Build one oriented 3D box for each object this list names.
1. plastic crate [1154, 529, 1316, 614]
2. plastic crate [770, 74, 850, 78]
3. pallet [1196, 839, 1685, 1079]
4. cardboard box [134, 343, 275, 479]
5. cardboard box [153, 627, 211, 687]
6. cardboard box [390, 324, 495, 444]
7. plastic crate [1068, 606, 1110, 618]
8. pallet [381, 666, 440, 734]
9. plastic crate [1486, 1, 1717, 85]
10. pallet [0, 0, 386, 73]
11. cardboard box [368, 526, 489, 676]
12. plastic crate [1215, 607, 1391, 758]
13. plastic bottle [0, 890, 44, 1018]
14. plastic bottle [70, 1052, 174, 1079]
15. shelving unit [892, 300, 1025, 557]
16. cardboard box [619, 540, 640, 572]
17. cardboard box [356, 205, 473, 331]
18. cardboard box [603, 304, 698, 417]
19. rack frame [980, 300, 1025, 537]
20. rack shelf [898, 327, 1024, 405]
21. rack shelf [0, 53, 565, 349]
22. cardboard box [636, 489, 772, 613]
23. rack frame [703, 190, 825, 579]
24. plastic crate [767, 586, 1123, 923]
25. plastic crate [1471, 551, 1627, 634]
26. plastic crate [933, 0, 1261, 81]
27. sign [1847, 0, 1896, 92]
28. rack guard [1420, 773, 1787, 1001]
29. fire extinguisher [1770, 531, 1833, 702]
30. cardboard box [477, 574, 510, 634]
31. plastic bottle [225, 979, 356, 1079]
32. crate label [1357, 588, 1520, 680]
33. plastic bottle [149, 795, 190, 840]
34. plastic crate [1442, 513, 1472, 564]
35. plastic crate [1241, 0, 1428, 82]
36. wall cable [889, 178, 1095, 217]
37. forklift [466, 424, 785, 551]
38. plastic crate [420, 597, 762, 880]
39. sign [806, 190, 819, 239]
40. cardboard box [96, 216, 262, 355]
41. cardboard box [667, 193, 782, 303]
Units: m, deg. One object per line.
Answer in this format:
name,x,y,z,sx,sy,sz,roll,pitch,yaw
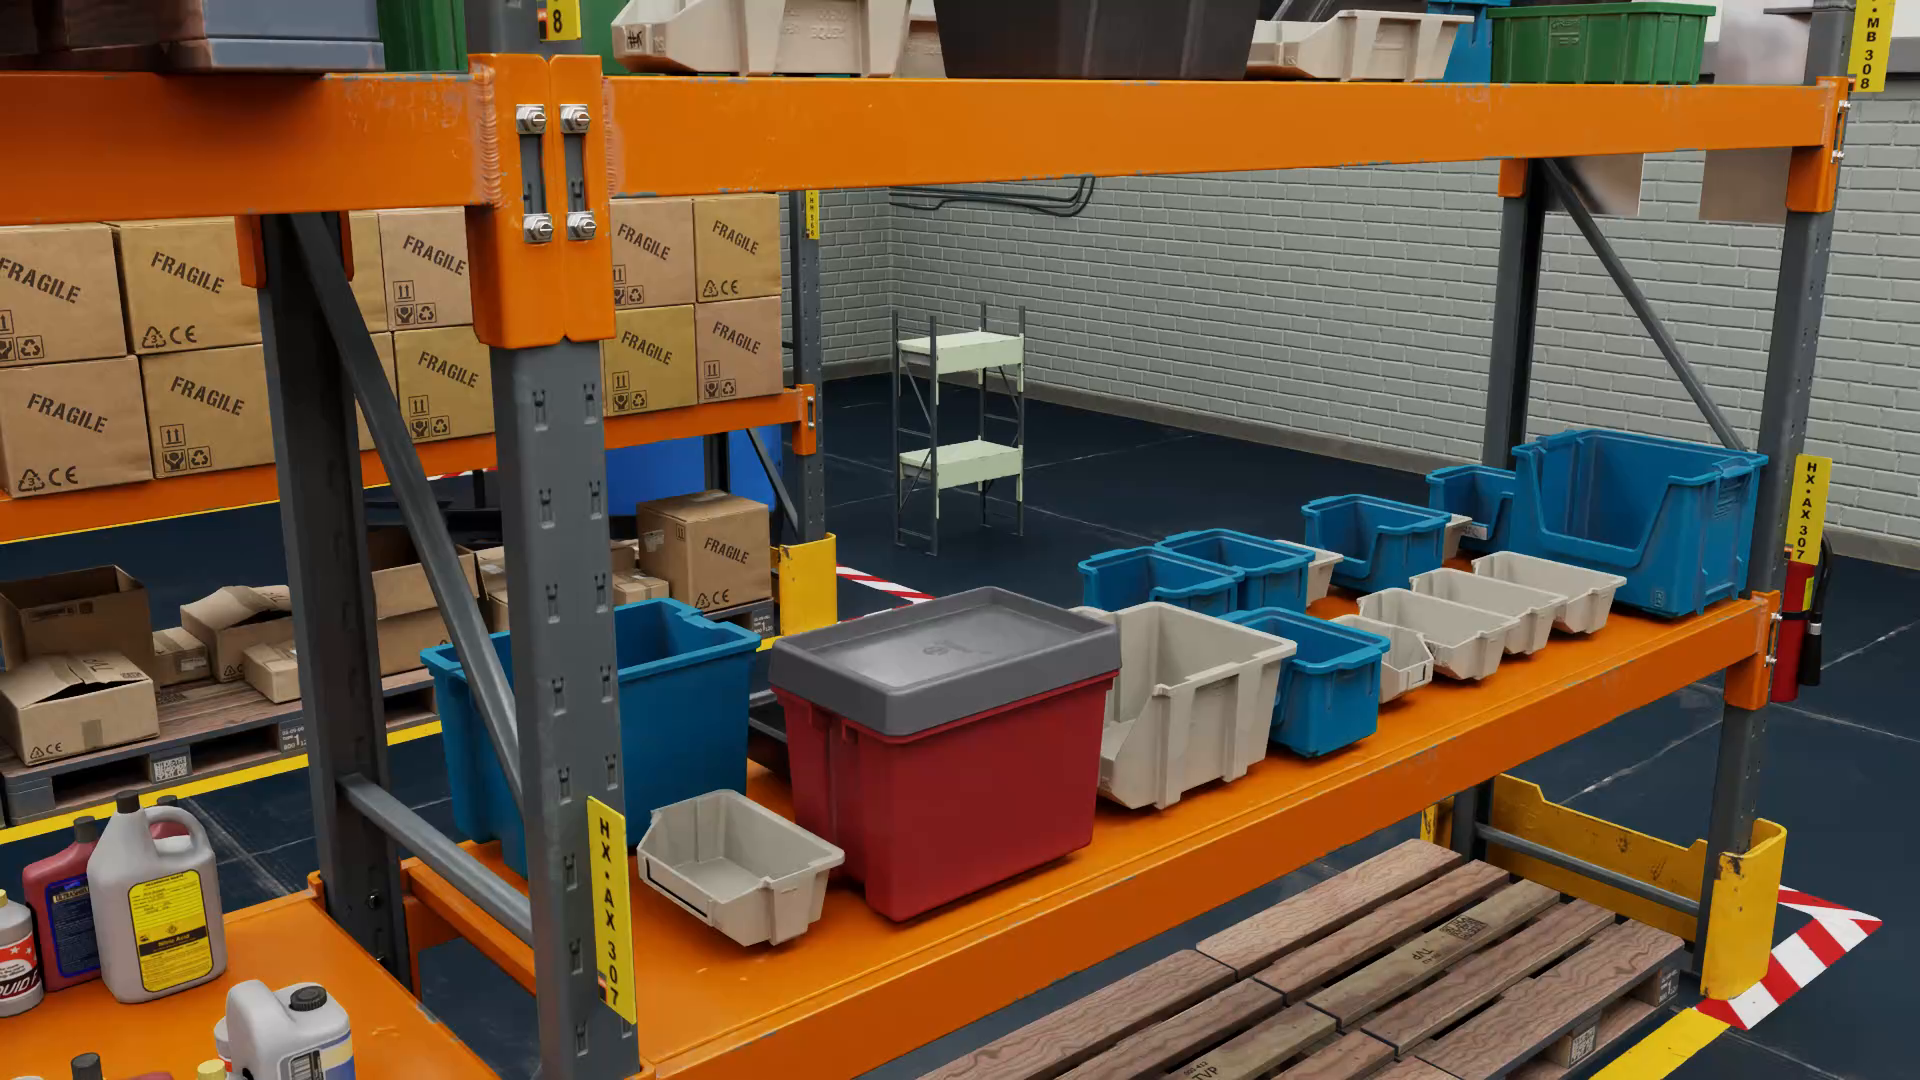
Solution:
plastic crate,0.760,0.136,4.636,0.300,0.233,0.416,-13,19,-39
plastic crate,-0.385,-1.024,3.282,0.300,0.233,0.416,-13,19,-39
pallet,1.508,1.363,5.239,1.213,0.211,1.003,-13,19,-39
cardboard box,-3.163,-0.573,6.888,0.500,0.500,0.500,-12,19,-38
cardboard box,-3.624,0.534,7.610,0.250,0.149,0.380,-13,19,-39
cardboard box,-2.402,-0.744,7.528,0.500,0.500,0.500,-13,20,-40
plastic crate,0.254,0.306,4.187,0.466,0.136,0.293,-13,19,-39
pallet,-2.671,0.620,8.022,1.213,0.211,1.003,-13,19,-39
plastic crate,1.599,-1.241,4.180,0.336,0.188,0.450,-13,19,-39
pallet,-1.389,-0.645,1.906,1.003,0.211,1.213,-13,19,-39
cardboard box,-2.697,0.270,7.910,0.637,0.503,0.797,-13,19,-39
plastic crate,0.774,0.333,3.898,0.300,0.233,0.416,-13,19,-39
plastic bottle,-1.595,0.682,2.770,0.097,0.201,0.097,0,15,0
plastic bottle,-1.092,0.795,2.187,0.133,0.283,0.061,-13,19,-39
shelving unit,-0.005,-0.723,10.552,0.755,1.500,0.431,-13,19,-39
cardboard box,-1.823,0.121,9.122,0.250,0.166,0.380,-13,19,-39
cardboard box,-2.405,-1.222,7.383,0.500,0.500,0.500,-12,19,-38
cardboard box,-1.642,-0.912,8.159,0.500,0.500,0.500,-12,19,-39
rack frame,0.271,-0.785,10.784,0.023,1.500,0.400,-13,19,-39
rack shelf,-0.005,-1.100,10.451,0.720,0.370,0.431,-13,19,-39
rack shelf,-2.371,-0.202,1.274,4.000,0.370,1.077,-13,19,-39
cardboard box,-1.342,0.054,8.728,0.500,0.500,0.500,-13,19,-39
rack frame,-1.093,-1.082,8.986,0.127,3.000,1.000,-13,19,-39
plastic crate,-0.024,0.399,3.204,0.583,0.464,0.402,-13,19,-39
plastic crate,1.659,0.155,4.751,0.243,0.136,0.396,-13,19,-39
plastic crate,0.255,-0.982,3.055,0.590,0.269,0.497,-13,19,-39
sign,2.529,-1.411,4.610,0.005,0.325,0.100,-13,19,-39
rack guard,2.165,1.085,5.721,0.348,0.500,1.175,-13,19,-39
fire extinguisher,2.567,0.164,5.196,0.183,0.674,0.296,-13,19,-39
cardboard box,-2.078,0.330,8.179,0.500,0.250,0.500,-13,19,-39
plastic bottle,-0.947,0.751,2.367,0.135,0.276,0.152,-13,19,-39
crate label,1.237,0.253,4.383,0.243,0.136,0.396,-13,19,-39
plastic bottle,-1.419,0.596,2.930,0.133,0.283,0.061,-13,19,-39
plastic crate,1.457,-0.002,5.340,0.298,0.136,0.250,-13,19,-39
plastic crate,0.822,-1.330,4.226,0.767,0.338,0.504,-13,19,-39
wall cable,0.153,-4.332,15.547,0.112,2.526,3.097,-13,19,-39
forklift,-2.662,-1.392,10.282,3.031,2.935,1.130,-1,15,-2
plastic crate,-0.734,0.394,3.376,0.575,0.384,0.392,-13,19,-39
sign,-0.744,-1.682,8.379,0.005,0.325,0.100,-13,19,-39
cardboard box,-3.182,-1.048,6.729,0.500,0.500,0.500,-13,20,-41
cardboard box,-1.249,-1.484,8.362,0.500,0.500,0.500,-13,20,-40
